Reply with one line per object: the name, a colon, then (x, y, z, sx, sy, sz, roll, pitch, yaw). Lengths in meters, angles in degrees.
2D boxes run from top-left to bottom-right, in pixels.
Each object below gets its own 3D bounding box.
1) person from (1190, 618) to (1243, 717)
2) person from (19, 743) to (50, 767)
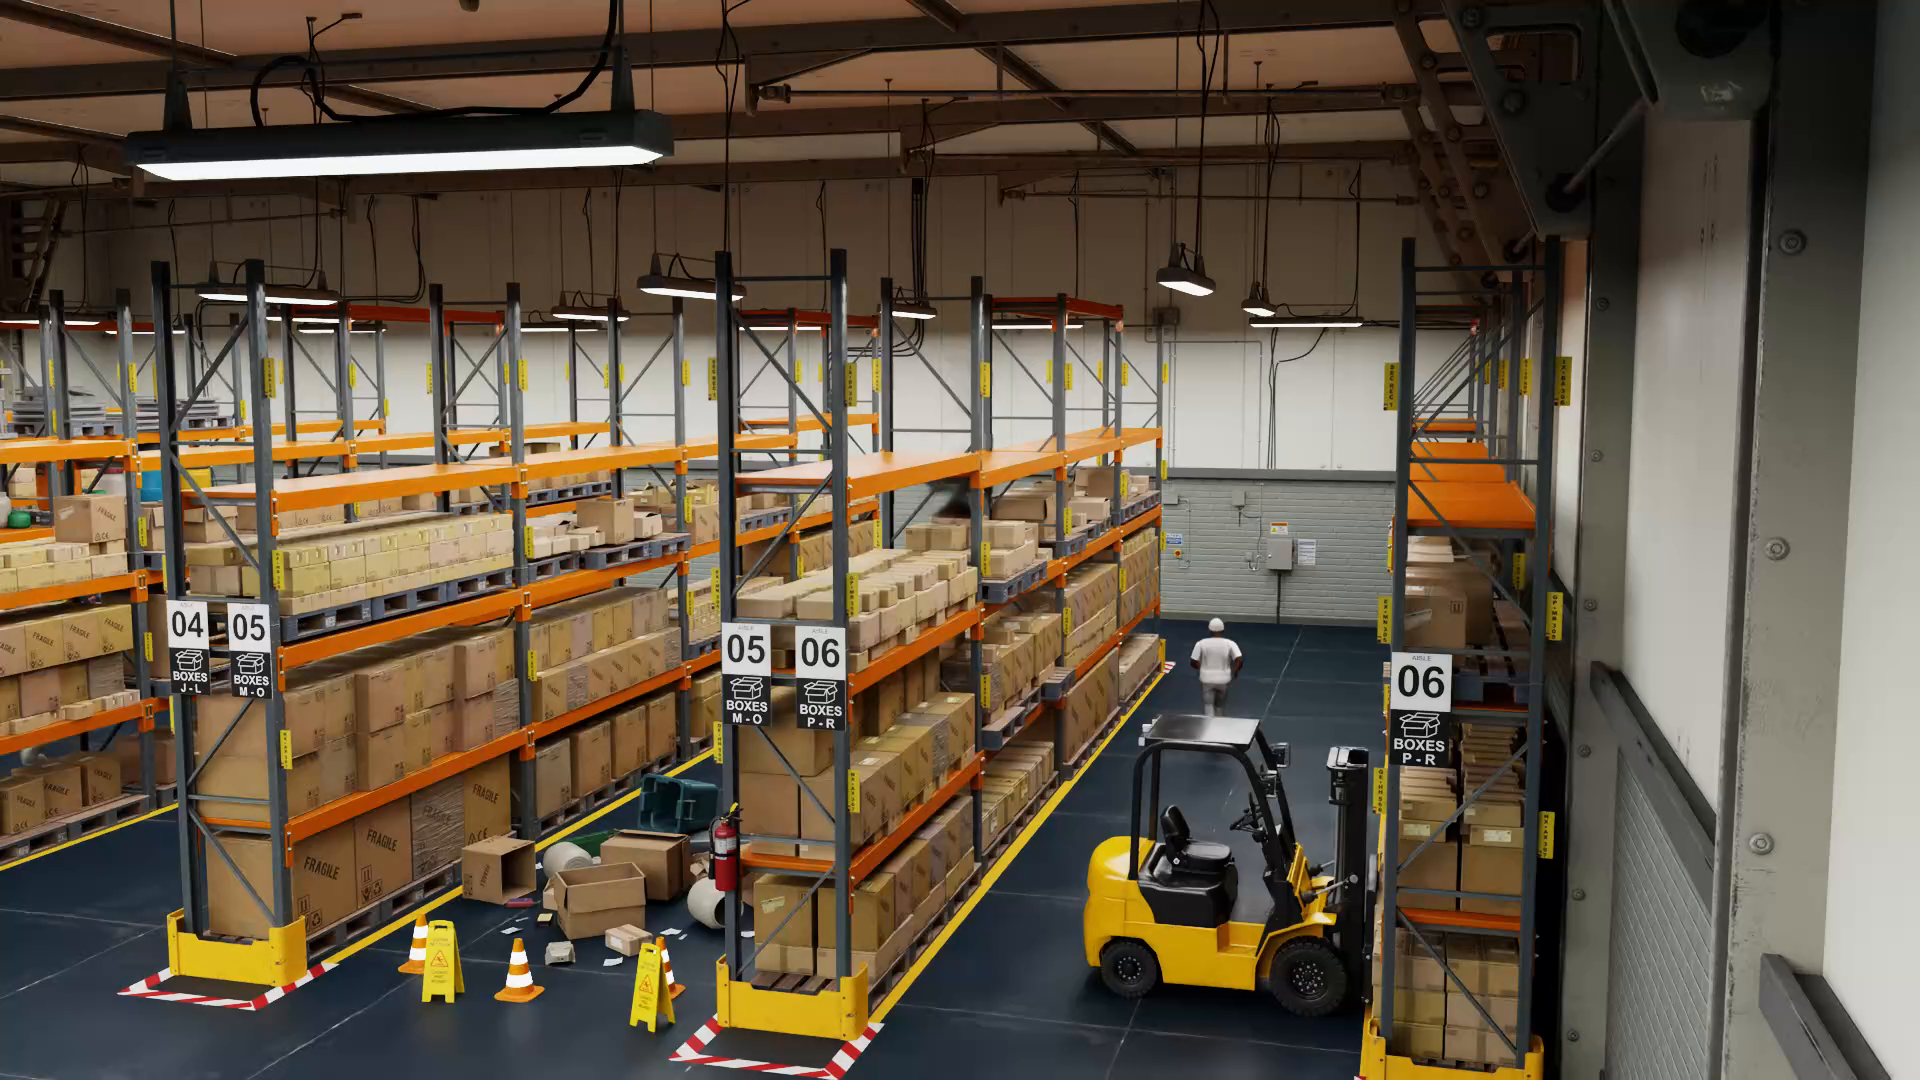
person: (3.463, 1.929, 22.511, 0.700, 1.761, 0.872, 1, 6, 6)
person: (-11.067, 2.207, 19.848, 0.683, 1.743, 0.570, 2, 6, 15)
